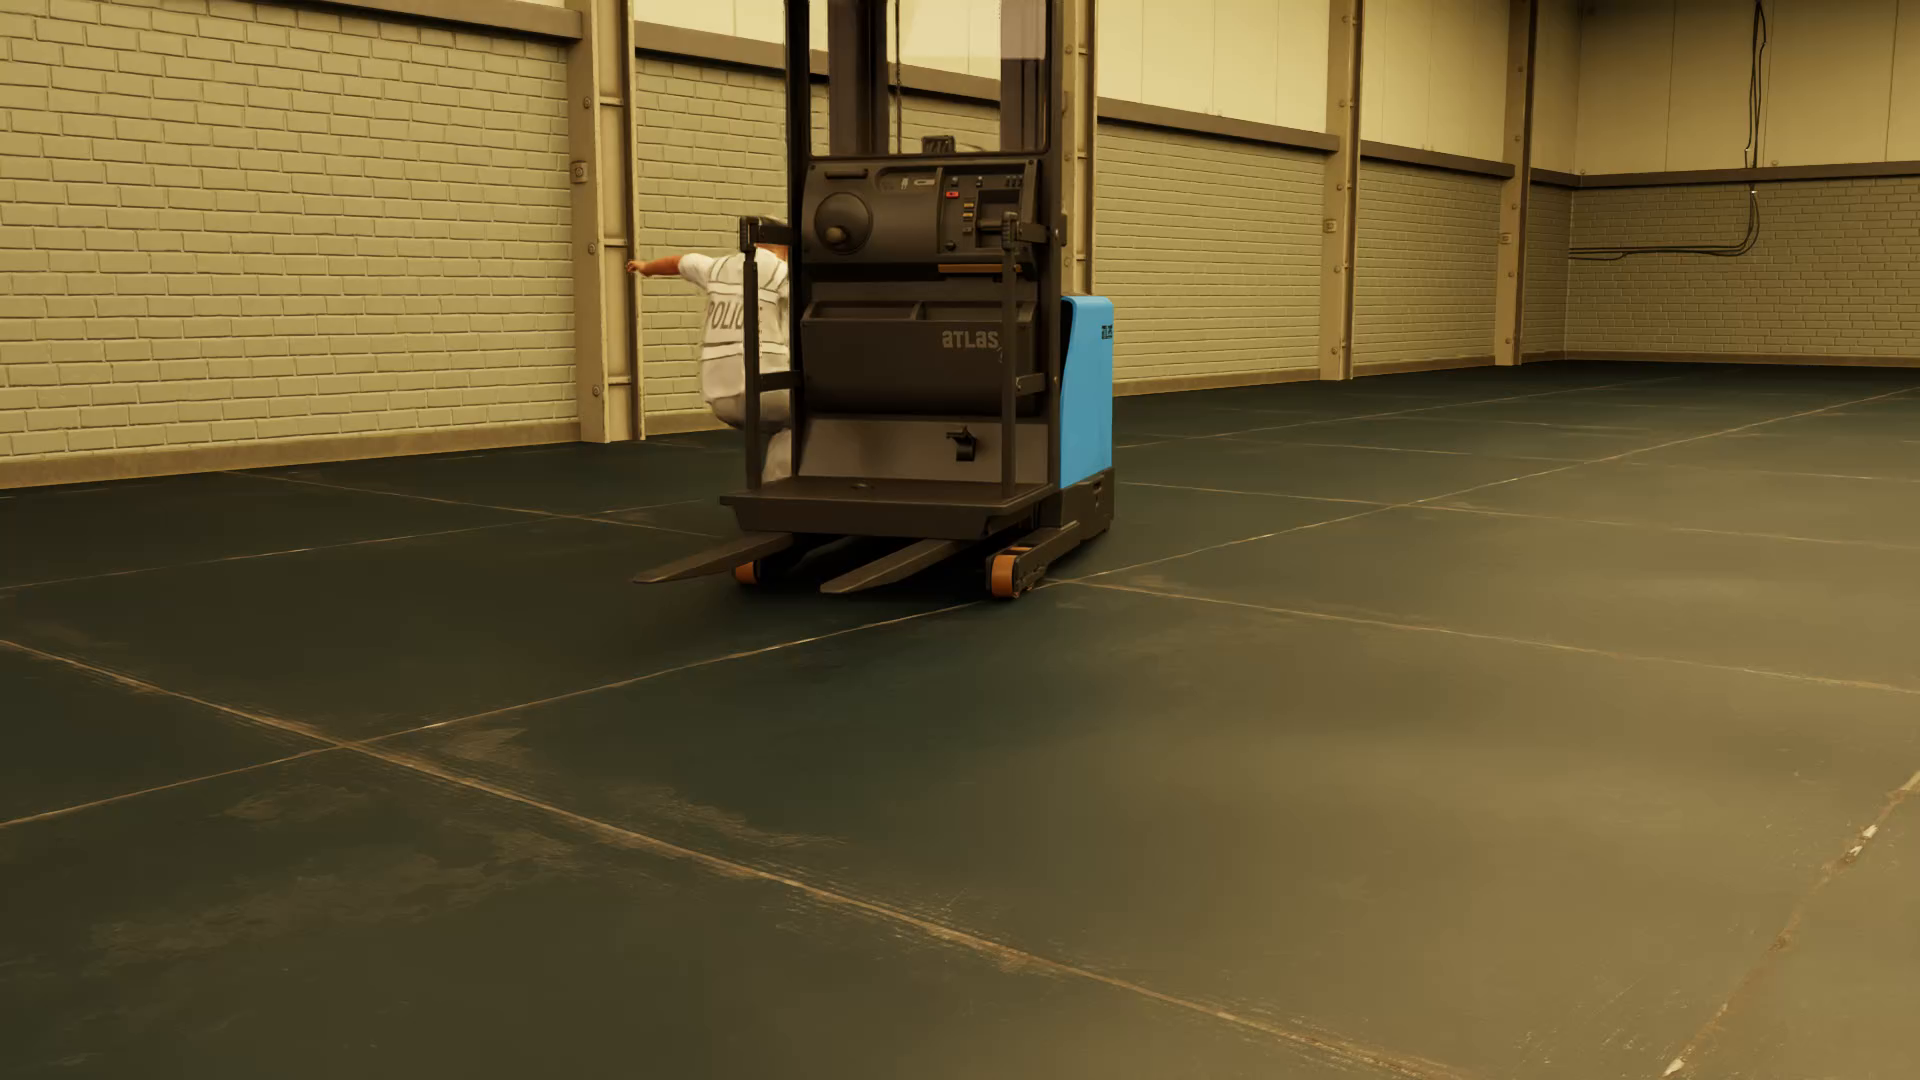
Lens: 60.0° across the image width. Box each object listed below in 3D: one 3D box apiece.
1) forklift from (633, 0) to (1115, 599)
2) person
[{"bbox_3d":[-0.222,-1.301,6.175,1.130,2.935,3.031,3,9,17],"label":"forklift"},{"bbox_3d":[-0.941,-0.784,7.851,1.587,1.461,0.798,5,10,31],"label":"person"}]
